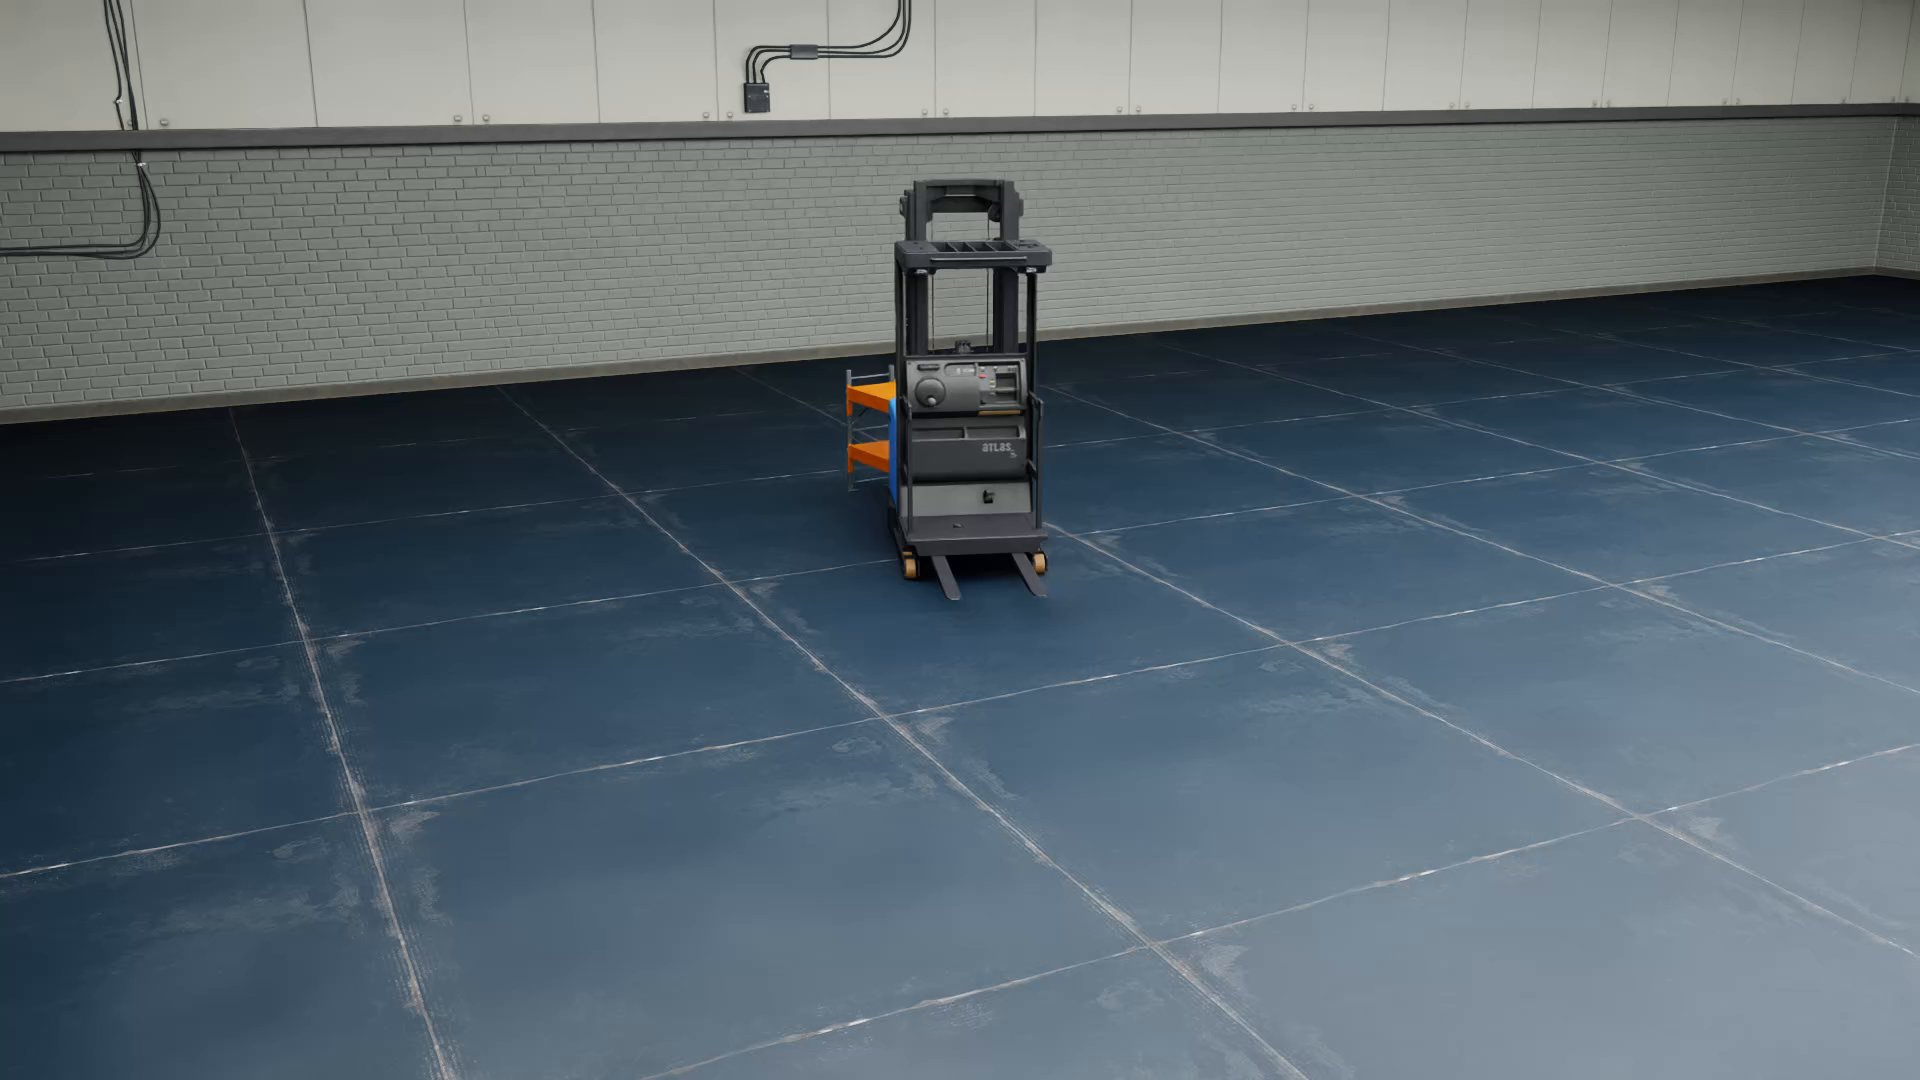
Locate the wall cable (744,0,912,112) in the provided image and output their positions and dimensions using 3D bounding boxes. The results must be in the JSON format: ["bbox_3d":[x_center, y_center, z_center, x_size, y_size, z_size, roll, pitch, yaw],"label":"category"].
[{"bbox_3d":[-1.644,-8.393,20.517,2.305,6.003,0.169,-8,18,-25],"label":"wall cable"}]

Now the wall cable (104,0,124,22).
[{"bbox_3d":[-7.753,-6.877,17.873,3.097,2.526,0.112,-8,18,-25],"label":"wall cable"}]

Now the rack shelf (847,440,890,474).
[{"bbox_3d":[-0.540,-0.677,14.956,0.538,0.278,1.000,-10,19,-32],"label":"rack shelf"}]

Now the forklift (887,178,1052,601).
[{"bbox_3d":[0.079,-1.208,12.645,1.130,2.935,3.031,-2,16,-7],"label":"forklift"}]

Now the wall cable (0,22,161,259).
[{"bbox_3d":[-10.185,-4.122,17.431,3.097,2.526,0.112,-8,18,-25],"label":"wall cable"}]

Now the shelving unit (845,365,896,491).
[{"bbox_3d":[-0.540,-0.912,14.888,0.538,1.125,1.048,-10,19,-32],"label":"shelving unit"}]

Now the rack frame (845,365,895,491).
[{"bbox_3d":[-0.819,-1.029,15.297,0.500,1.125,0.032,-10,19,-32],"label":"rack frame"}]

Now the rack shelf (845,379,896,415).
[{"bbox_3d":[-0.540,-1.193,14.808,0.538,0.278,1.000,-10,19,-32],"label":"rack shelf"}]
